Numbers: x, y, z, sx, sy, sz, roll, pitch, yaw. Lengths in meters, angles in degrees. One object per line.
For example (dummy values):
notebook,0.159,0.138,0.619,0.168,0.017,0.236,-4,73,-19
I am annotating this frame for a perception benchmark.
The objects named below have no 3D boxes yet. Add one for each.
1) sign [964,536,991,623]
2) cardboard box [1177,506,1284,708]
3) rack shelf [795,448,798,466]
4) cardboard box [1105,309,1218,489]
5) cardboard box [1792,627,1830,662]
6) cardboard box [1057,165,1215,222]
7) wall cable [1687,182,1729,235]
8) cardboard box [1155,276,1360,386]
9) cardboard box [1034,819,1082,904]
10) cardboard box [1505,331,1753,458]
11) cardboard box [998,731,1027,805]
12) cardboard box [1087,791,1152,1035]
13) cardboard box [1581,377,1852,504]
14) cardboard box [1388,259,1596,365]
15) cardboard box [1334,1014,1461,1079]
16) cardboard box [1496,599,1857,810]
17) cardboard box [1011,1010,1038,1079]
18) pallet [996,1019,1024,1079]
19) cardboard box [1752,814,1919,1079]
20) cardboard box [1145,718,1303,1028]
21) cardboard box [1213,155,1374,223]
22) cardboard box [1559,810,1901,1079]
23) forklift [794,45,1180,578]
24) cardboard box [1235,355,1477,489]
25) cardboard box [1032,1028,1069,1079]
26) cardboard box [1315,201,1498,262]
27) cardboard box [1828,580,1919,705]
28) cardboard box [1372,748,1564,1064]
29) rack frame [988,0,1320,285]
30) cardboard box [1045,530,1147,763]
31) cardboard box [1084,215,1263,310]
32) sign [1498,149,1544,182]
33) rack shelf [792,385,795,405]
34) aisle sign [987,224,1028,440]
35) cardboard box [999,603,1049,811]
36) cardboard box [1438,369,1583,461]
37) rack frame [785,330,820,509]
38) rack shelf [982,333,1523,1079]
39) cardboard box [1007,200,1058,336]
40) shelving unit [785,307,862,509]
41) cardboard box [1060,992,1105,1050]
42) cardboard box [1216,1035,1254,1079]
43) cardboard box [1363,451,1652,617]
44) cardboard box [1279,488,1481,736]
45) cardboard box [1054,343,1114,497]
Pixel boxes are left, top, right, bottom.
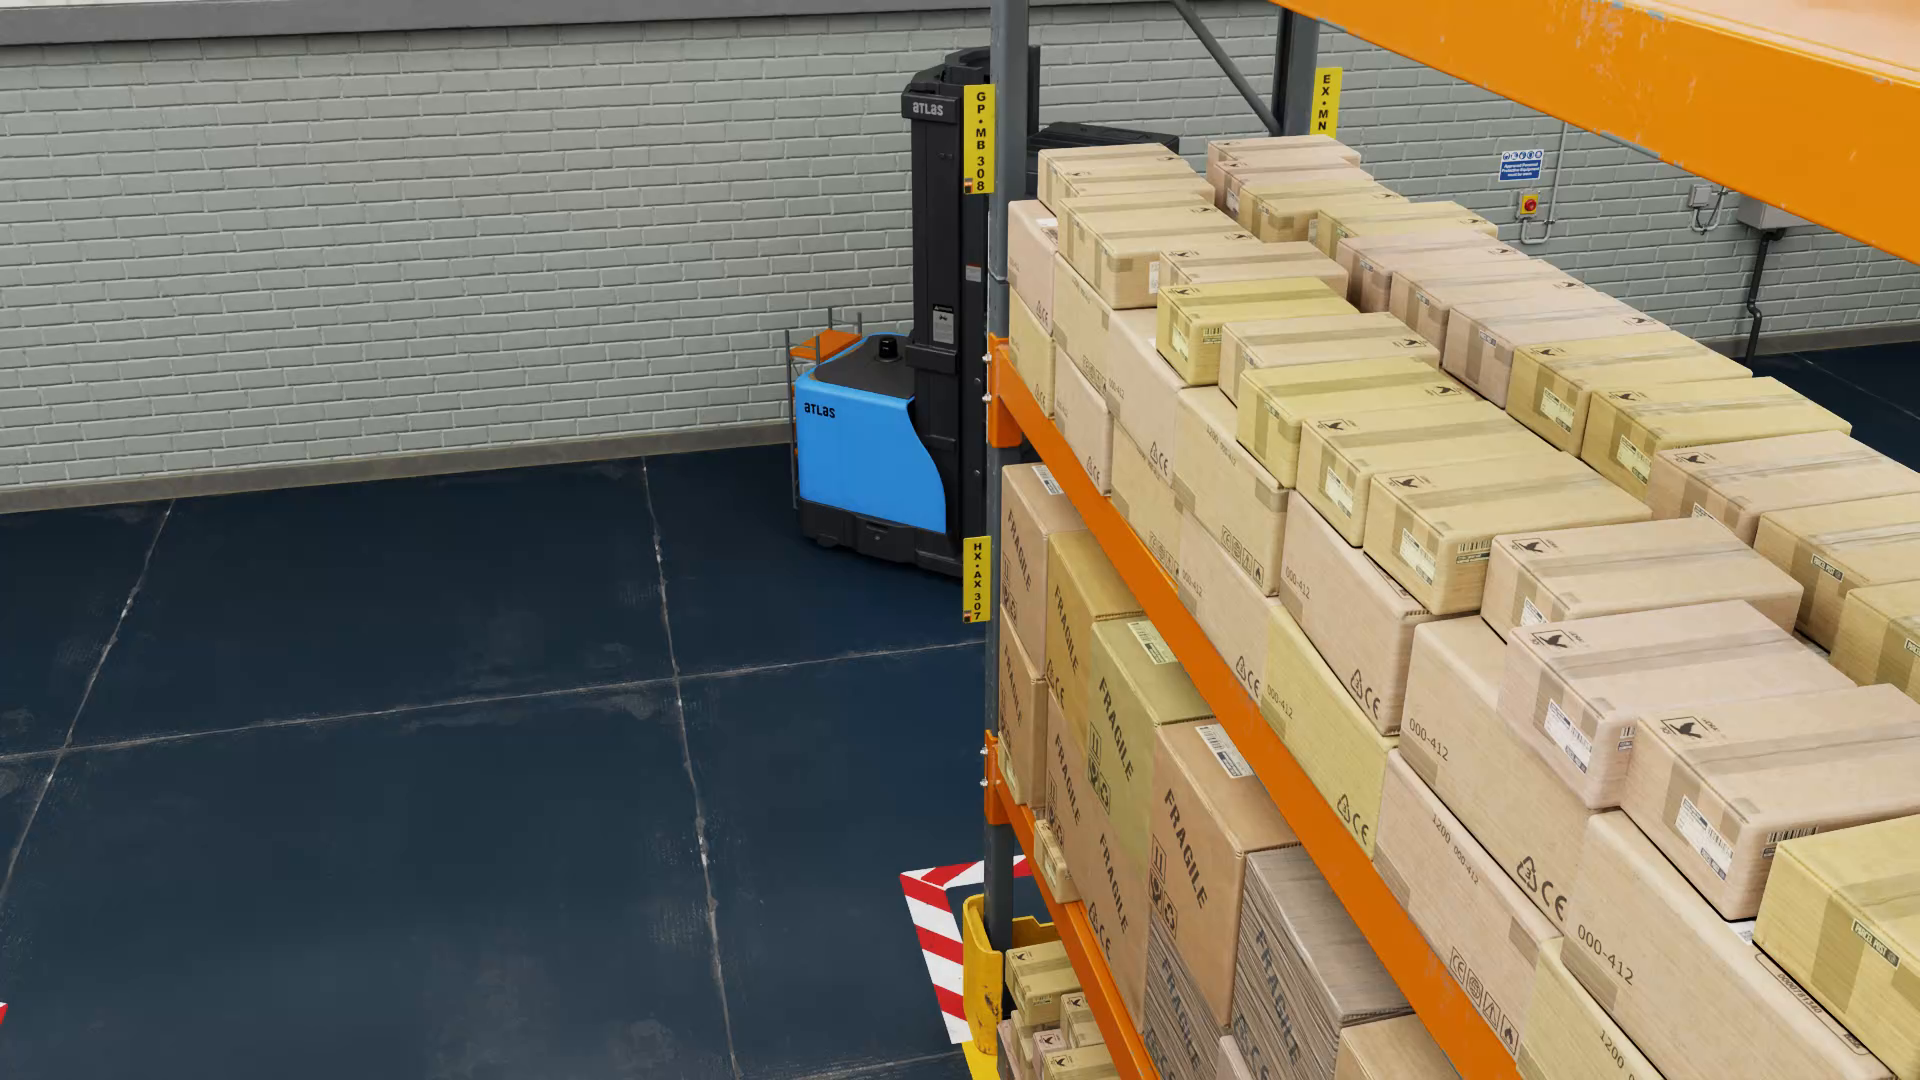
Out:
sign,0.062,0.136,5.690,0.100,0.325,0.005,-6,27,-12
cardboard box,0.791,0.103,3.555,0.500,0.250,0.500,-6,27,-12
rack shelf,-0.841,-0.576,10.650,0.258,0.148,0.480,14,30,25
cardboard box,0.657,-0.356,3.910,0.500,0.250,0.500,-6,27,-11
cardboard box,1.509,0.274,2.662,0.500,0.250,0.500,-6,27,-12
cardboard box,0.481,-0.927,4.597,0.380,0.149,0.250,-5,27,-10
wall cable,5.476,-3.155,12.044,0.588,1.984,0.122,-6,27,-12
cardboard box,0.653,-0.465,3.683,0.380,0.149,0.250,-5,27,-10
cardboard box,0.450,0.986,5.245,0.380,0.149,0.250,-7,28,-13
cardboard box,1.341,-0.297,3.350,0.380,0.149,0.250,-7,28,-13
cardboard box,0.344,0.755,5.703,0.380,0.149,0.250,-6,27,-12
cardboard box,0.666,0.964,4.570,0.500,0.500,0.500,-6,27,-11
cardboard box,1.413,-0.184,3.125,0.380,0.149,0.250,-5,27,-9
cardboard box,1.209,-0.524,3.799,0.380,0.149,0.250,-5,27,-10
cardboard box,1.001,1.195,3.003,0.500,0.500,0.500,-7,28,-13
cardboard box,0.989,0.223,2.320,0.380,0.149,0.250,-6,27,-12
cardboard box,0.396,1.816,6.022,0.380,0.149,0.250,-5,27,-11
pallet,0.756,2.106,5.843,1.003,0.211,1.213,-6,27,-12
cardboard box,1.155,0.441,1.888,0.380,0.149,0.250,-7,28,-14
cardboard box,0.767,0.743,3.899,0.500,0.500,0.500,-7,28,-13
cardboard box,0.933,-0.973,4.690,0.380,0.149,0.250,-6,27,-11
cardboard box,1.140,0.552,2.111,0.500,0.250,0.500,-7,28,-14
forklift,0.554,-1.174,9.323,3.031,2.935,1.130,14,30,25
cardboard box,0.761,-0.233,3.224,0.380,0.149,0.250,-6,27,-12
cardboard box,0.465,1.802,5.718,0.380,0.149,0.250,-6,27,-12
cardboard box,1.135,-0.754,4.254,0.380,0.149,0.250,-6,27,-11
cardboard box,1.522,0.171,2.423,0.380,0.149,0.250,-6,27,-12
cardboard box,1.017,0.543,2.682,0.500,0.250,0.500,-6,27,-12
rack frame,0.590,-2.210,4.642,1.000,3.000,0.127,-6,27,-12
cardboard box,0.553,0.289,4.798,0.500,0.500,0.500,-5,27,-10
cardboard box,0.525,-0.693,4.135,0.380,0.149,0.250,-6,27,-11
sign,4.036,-2.695,11.960,0.327,0.218,0.001,-6,27,-12
rack shelf,-0.841,-0.953,10.460,0.258,0.148,0.480,14,30,25
aisle sign,0.282,-0.694,5.412,0.394,0.787,0.004,-6,27,-12
cardboard box,0.422,0.515,5.459,0.500,0.500,0.500,-5,27,-9
cardboard box,1.274,-0.179,3.558,0.500,0.250,0.500,-7,28,-14
rack frame,-0.957,-0.717,10.339,0.240,1.200,0.015,14,30,25
rack shelf,1.041,0.328,3.741,1.077,0.370,4.000,-6,27,-12
cardboard box,0.438,-0.804,4.797,0.500,0.250,0.500,-6,27,-11
shelving unit,-0.841,-0.814,10.530,0.258,1.200,0.503,14,30,25
cardboard box,0.557,1.661,5.668,0.380,0.149,0.250,-5,27,-11
cardboard box,0.881,1.416,3.674,0.500,0.500,0.500,-6,27,-12
cardboard box,0.912,-0.016,2.793,0.380,0.149,0.250,-7,28,-14
cardboard box,0.912,0.094,3.018,0.500,0.250,0.500,-5,27,-9
cardboard box,0.557,-0.350,4.451,0.500,0.250,0.500,-5,27,-10
